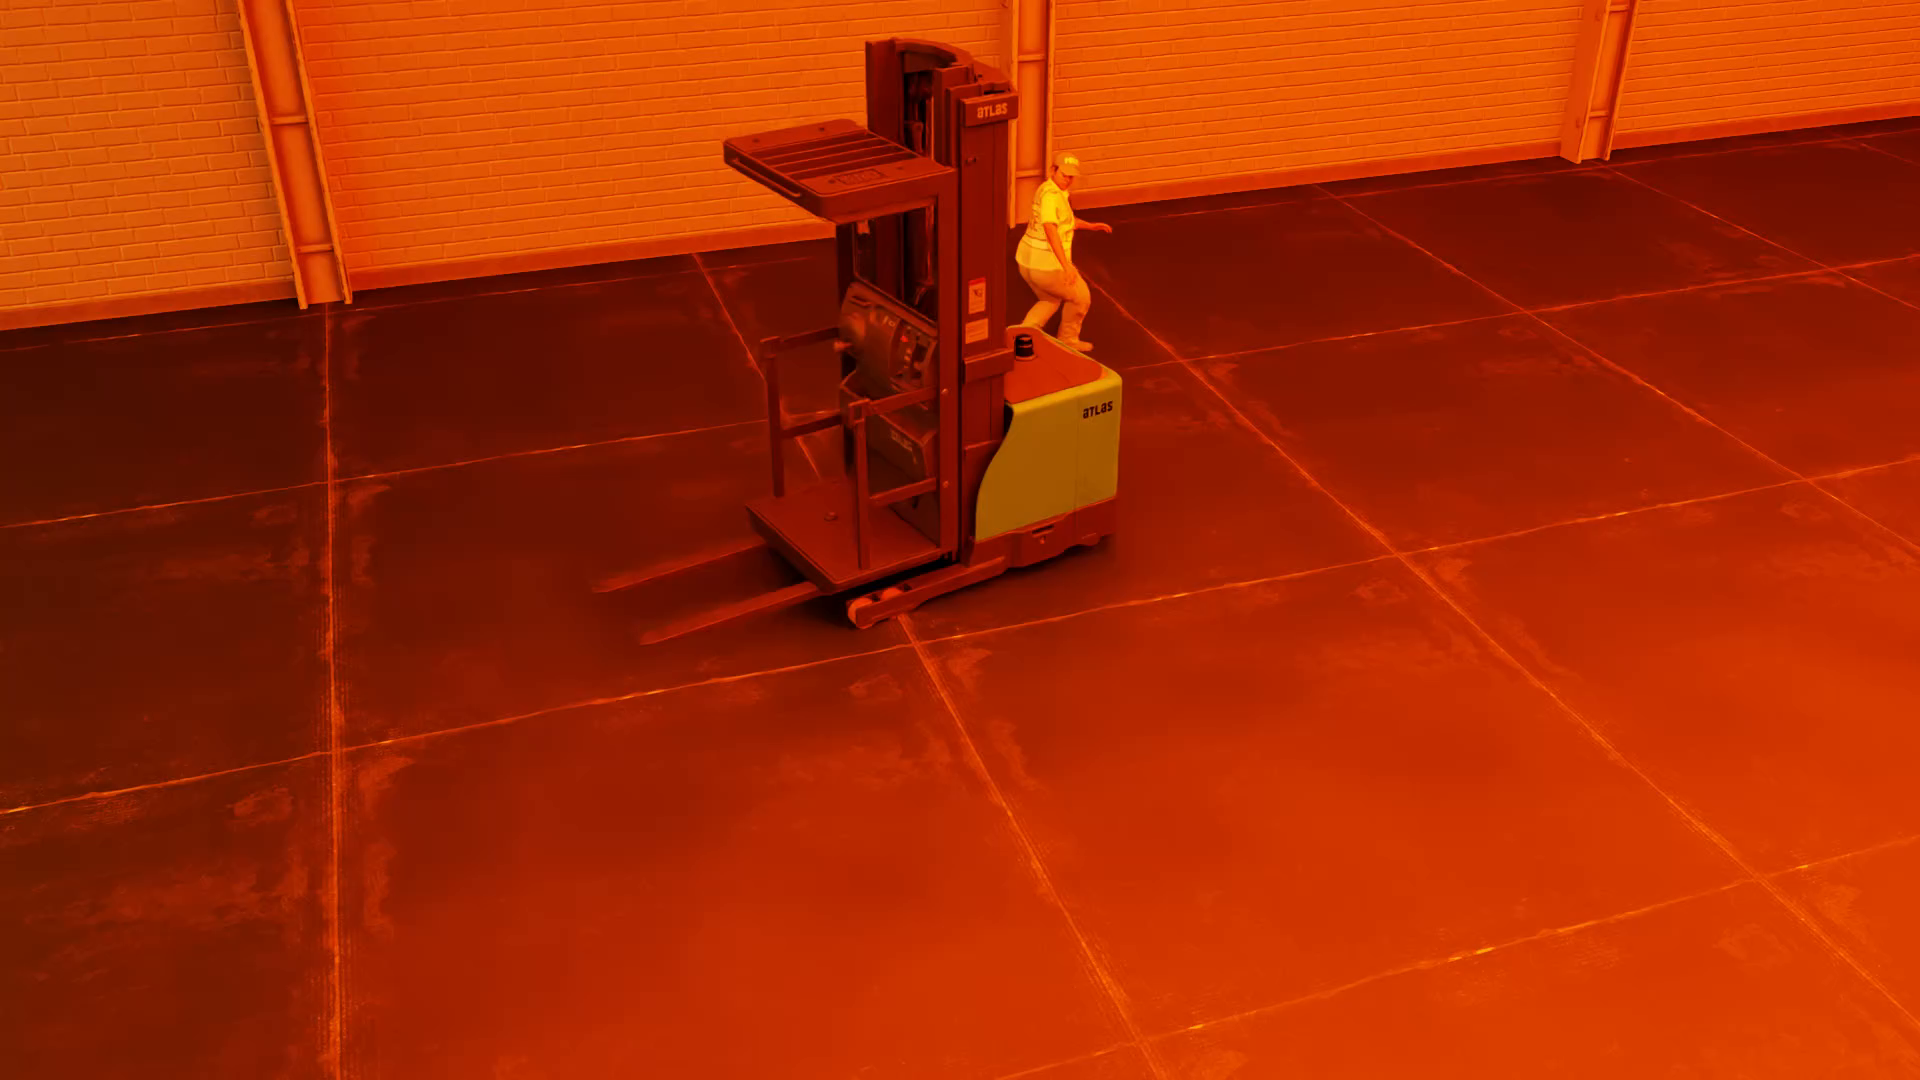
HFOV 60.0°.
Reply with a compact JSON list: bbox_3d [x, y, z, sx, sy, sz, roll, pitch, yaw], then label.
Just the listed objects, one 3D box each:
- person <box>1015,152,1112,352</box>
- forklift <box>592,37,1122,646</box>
[{"bbox_3d":[0.783,-2.009,12.003,0.797,1.541,0.803,-10,32,-17],"label":"person"},{"bbox_3d":[-0.569,-1.082,8.967,3.031,2.935,1.130,-18,34,-28],"label":"forklift"}]
